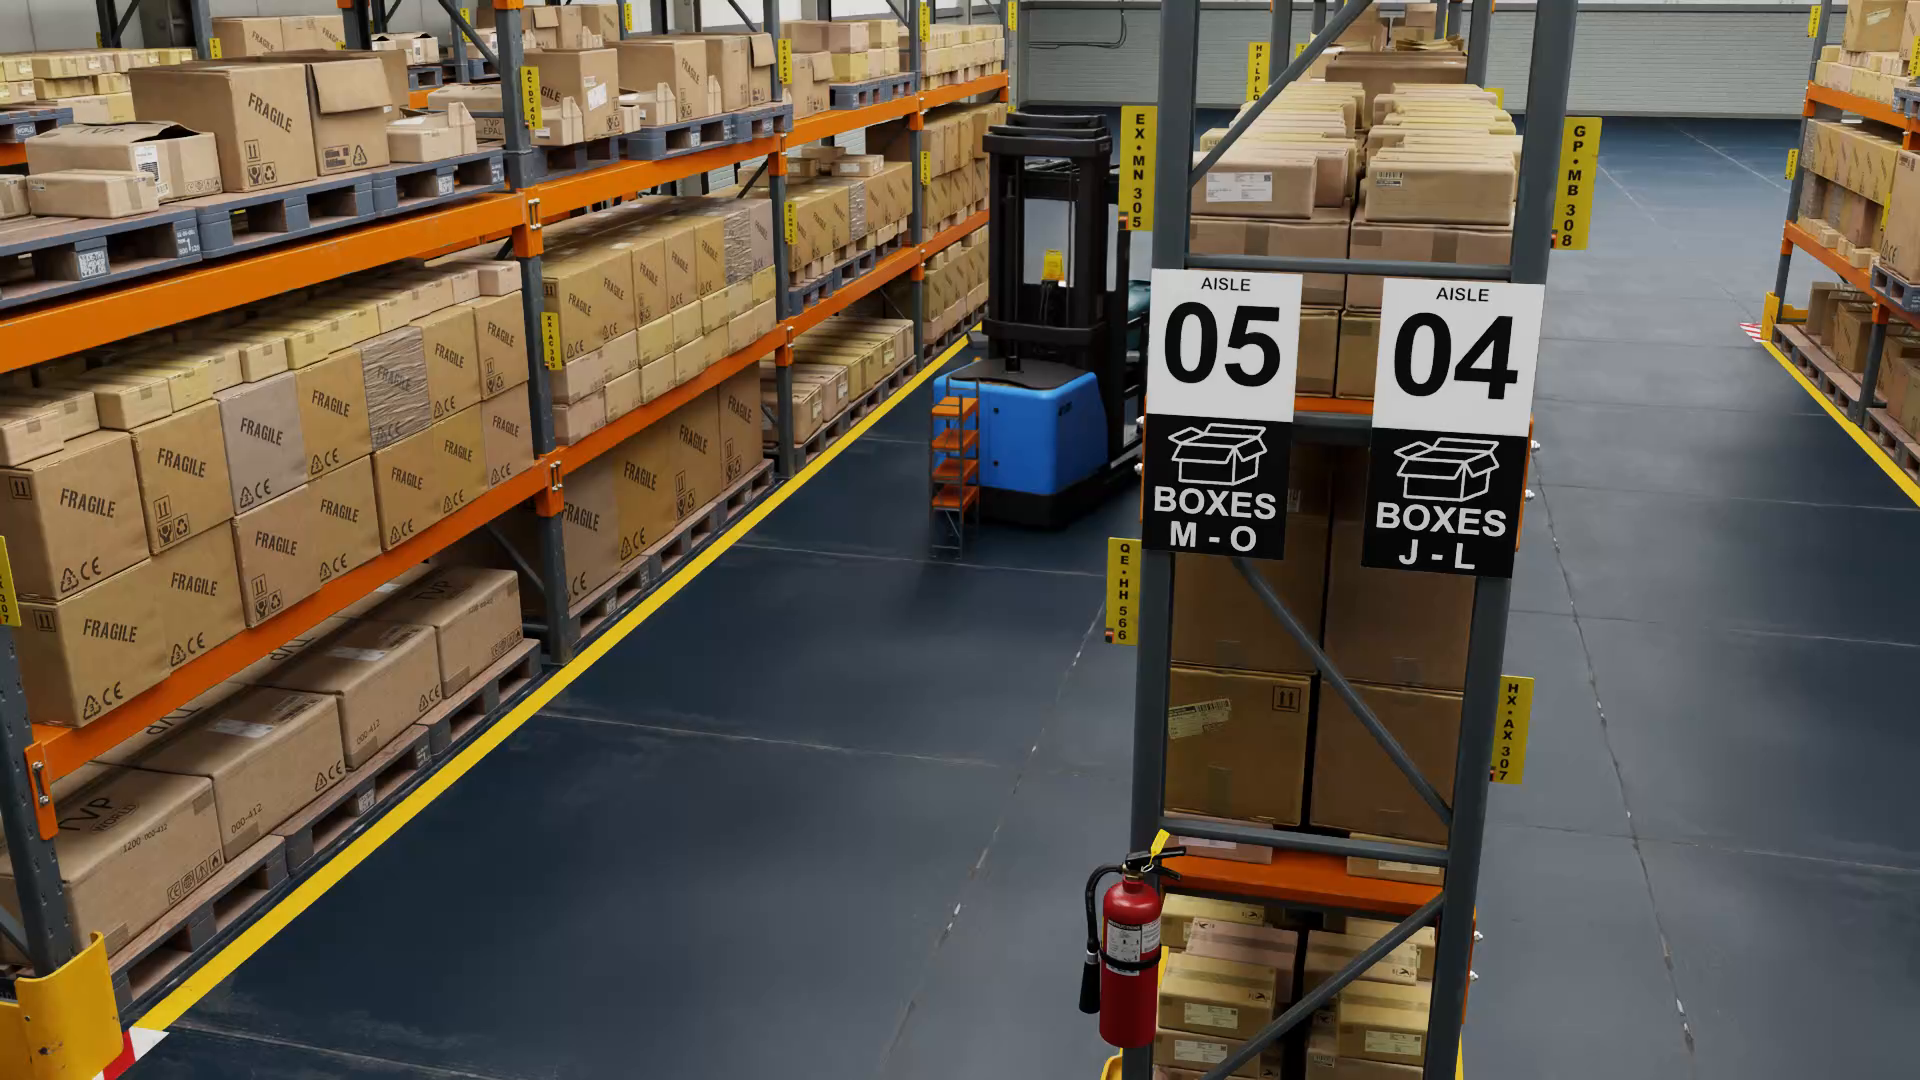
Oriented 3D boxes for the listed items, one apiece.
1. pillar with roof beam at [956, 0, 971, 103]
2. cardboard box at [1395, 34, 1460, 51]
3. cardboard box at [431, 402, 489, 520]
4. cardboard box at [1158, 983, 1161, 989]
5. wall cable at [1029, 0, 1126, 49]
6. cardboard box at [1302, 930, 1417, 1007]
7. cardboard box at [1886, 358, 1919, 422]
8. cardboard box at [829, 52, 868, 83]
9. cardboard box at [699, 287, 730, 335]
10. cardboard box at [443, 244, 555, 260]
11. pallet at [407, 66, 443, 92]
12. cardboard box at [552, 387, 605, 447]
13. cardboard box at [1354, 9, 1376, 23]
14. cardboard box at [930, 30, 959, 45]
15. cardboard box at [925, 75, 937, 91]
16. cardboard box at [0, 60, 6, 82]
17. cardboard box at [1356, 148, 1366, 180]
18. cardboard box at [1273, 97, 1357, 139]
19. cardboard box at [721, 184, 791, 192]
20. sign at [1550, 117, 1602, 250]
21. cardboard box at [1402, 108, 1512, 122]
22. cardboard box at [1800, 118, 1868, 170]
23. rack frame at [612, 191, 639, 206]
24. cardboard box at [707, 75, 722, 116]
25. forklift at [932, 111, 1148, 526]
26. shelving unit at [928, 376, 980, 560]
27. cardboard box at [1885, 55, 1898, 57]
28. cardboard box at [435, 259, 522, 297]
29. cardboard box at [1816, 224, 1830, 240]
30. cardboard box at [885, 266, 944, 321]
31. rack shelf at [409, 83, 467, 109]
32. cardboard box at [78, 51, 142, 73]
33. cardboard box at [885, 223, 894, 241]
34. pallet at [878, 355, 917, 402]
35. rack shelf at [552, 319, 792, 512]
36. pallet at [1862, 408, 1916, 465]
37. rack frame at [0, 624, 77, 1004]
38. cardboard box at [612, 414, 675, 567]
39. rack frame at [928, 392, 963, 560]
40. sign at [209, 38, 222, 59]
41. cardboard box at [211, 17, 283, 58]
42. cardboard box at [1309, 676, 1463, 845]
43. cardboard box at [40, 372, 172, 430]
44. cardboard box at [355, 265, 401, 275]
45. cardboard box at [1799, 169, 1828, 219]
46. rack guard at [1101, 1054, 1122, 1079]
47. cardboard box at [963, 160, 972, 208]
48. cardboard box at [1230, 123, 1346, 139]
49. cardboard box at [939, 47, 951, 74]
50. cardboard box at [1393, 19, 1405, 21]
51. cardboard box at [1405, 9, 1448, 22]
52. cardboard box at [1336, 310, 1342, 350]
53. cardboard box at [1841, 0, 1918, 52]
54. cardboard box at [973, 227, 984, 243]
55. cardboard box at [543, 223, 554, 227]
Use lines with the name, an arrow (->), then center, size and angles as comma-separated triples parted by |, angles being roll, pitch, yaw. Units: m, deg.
pillar with roof beam -> 4.274, -14.740, 41.421 | 9.100, 9.000, 0.400 | 5, 19, 13
cardboard box -> 3.006, -3.128, 10.726 | 0.396, 0.266, 0.258 | 5, 19, 13
cardboard box -> -2.824, -0.434, 8.663 | 0.500, 0.500, 0.500 | 4, 19, 12
cardboard box -> 0.900, 1.779, 6.098 | 0.380, 0.149, 0.250 | 5, 20, 15
wall cable -> 3.567, -16.310, 50.821 | 3.097, 2.526, 0.112 | 5, 19, 13
cardboard box -> 1.417, 1.535, 5.894 | 0.380, 0.149, 0.250 | 5, 19, 14
cardboard box -> 8.555, -1.273, 14.461 | 0.700, 0.500, 0.500 | 3, 19, 9
cardboard box -> -1.140, -4.256, 14.949 | 0.500, 0.250, 0.500 | 5, 19, 14
cardboard box -> -1.960, -1.638, 11.802 | 0.500, 0.250, 0.500 | 4, 19, 12
cardboard box -> -2.854, -1.557, 10.404 | 0.500, 0.500, 0.500 | 5, 19, 14
pallet -> -5.901, -4.664, 16.856 | 0.805, 0.209, 1.217 | 4, 19, 11
cardboard box -> -2.475, -0.760, 10.004 | 0.500, 0.250, 0.500 | 4, 19, 12
cardboard box -> 3.721, -4.926, 15.679 | 0.380, 0.149, 0.250 | 4, 19, 13
cardboard box -> -0.225, -5.385, 17.826 | 0.380, 0.149, 0.250 | 4, 19, 13
cardboard box -> -0.449, -4.678, 16.990 | 0.380, 0.149, 0.250 | 5, 19, 13
cardboard box -> -6.906, -3.260, 11.576 | 0.380, 0.149, 0.250 | 5, 19, 14
cardboard box -> 1.261, -1.328, 6.254 | 0.500, 0.250, 0.500 | 4, 19, 11
cardboard box -> 1.424, -1.730, 6.813 | 0.380, 0.149, 0.250 | 4, 19, 12
cardboard box -> -1.782, -2.840, 14.597 | 0.500, 0.500, 0.500 | 3, 19, 10
sign -> 1.535, -0.891, 4.163 | 0.100, 0.325, 0.005 | 5, 19, 13
cardboard box -> 1.842, -1.520, 6.199 | 0.380, 0.149, 0.250 | 4, 19, 12
cardboard box -> 9.304, -4.203, 17.690 | 0.500, 0.500, 0.500 | 5, 19, 13
rack frame -> -4.721, -4.866, 21.793 | 1.000, 3.000, 0.127 | 5, 19, 13
cardboard box -> -1.858, -3.063, 11.432 | 0.396, 0.266, 0.258 | 4, 19, 12
forklift -> 0.914, -1.920, 13.273 | 1.130, 2.935, 3.031 | 10, 21, 26
shelving unit -> -0.040, -0.516, 11.842 | 0.258, 1.200, 0.503 | 5, 19, 13
cardboard box -> 8.833, -4.426, 15.480 | 0.380, 0.149, 0.250 | 5, 20, 15
cardboard box -> -2.605, -1.420, 8.998 | 0.380, 0.149, 0.250 | 4, 19, 12
cardboard box -> 9.138, -3.191, 17.279 | 0.380, 0.149, 0.250 | 5, 19, 13
cardboard box -> -0.478, -2.637, 17.712 | 0.500, 0.500, 0.500 | 6, 20, 16
rack shelf -> -6.187, -4.064, 15.919 | 1.077, 0.370, 4.000 | 5, 19, 13
cardboard box -> -6.655, -3.744, 13.022 | 0.380, 0.149, 0.250 | 4, 19, 12
cardboard box -> -0.852, -2.953, 15.932 | 0.380, 0.149, 0.250 | 4, 19, 12
pallet -> -1.073, -1.658, 16.714 | 1.003, 0.211, 1.213 | 5, 19, 13
rack shelf -> -2.350, -1.000, 11.589 | 1.077, 0.370, 4.000 | 5, 19, 13
pallet -> 8.537, -0.875, 14.423 | 1.003, 0.211, 1.213 | 5, 19, 13
rack frame -> -3.816, 0.540, 5.966 | 1.000, 3.000, 0.127 | 5, 19, 13
cardboard box -> -2.551, -0.392, 11.331 | 0.875, 0.875, 0.875 | 5, 20, 15
rack frame -> -0.100, -0.439, 11.618 | 0.240, 1.200, 0.015 | 5, 19, 13
sign -> -6.150, -3.979, 13.756 | 0.100, 0.325, 0.005 | 5, 19, 13
cardboard box -> -6.262, -4.279, 14.475 | 0.500, 0.500, 0.500 | 5, 19, 14
cardboard box -> 1.386, 0.592, 5.199 | 0.500, 0.500, 0.500 | 6, 20, 16
cardboard box -> -3.291, -0.537, 6.415 | 0.380, 0.149, 0.250 | 5, 20, 15
cardboard box -> -3.214, -1.381, 8.886 | 0.380, 0.149, 0.250 | 5, 19, 14
cardboard box -> 9.542, -3.710, 17.795 | 0.875, 0.500, 0.500 | 5, 19, 13
rack guard -> 1.027, 2.058, 5.388 | 1.175, 0.500, 0.348 | 5, 19, 13
cardboard box -> -0.167, -4.001, 18.645 | 0.500, 0.500, 0.500 | 5, 19, 14
cardboard box -> 1.102, -1.318, 5.607 | 0.380, 0.149, 0.250 | 4, 19, 12
cardboard box -> -0.394, -4.989, 17.285 | 0.500, 0.250, 0.500 | 4, 19, 13
cardboard box -> 4.823, -5.362, 17.571 | 0.500, 0.250, 0.500 | 5, 19, 13
cardboard box -> 4.421, -4.954, 15.759 | 0.380, 0.149, 0.250 | 4, 19, 13
cardboard box -> 0.981, -0.773, 5.403 | 0.500, 0.250, 0.500 | 5, 19, 13
cardboard box -> 9.078, -5.093, 16.428 | 0.500, 0.500, 0.500 | 5, 19, 13
cardboard box -> 0.061, -3.564, 19.421 | 0.380, 0.149, 0.250 | 5, 19, 14
cardboard box -> -5.273, -3.788, 20.695 | 0.500, 0.250, 0.500 | 5, 19, 13
